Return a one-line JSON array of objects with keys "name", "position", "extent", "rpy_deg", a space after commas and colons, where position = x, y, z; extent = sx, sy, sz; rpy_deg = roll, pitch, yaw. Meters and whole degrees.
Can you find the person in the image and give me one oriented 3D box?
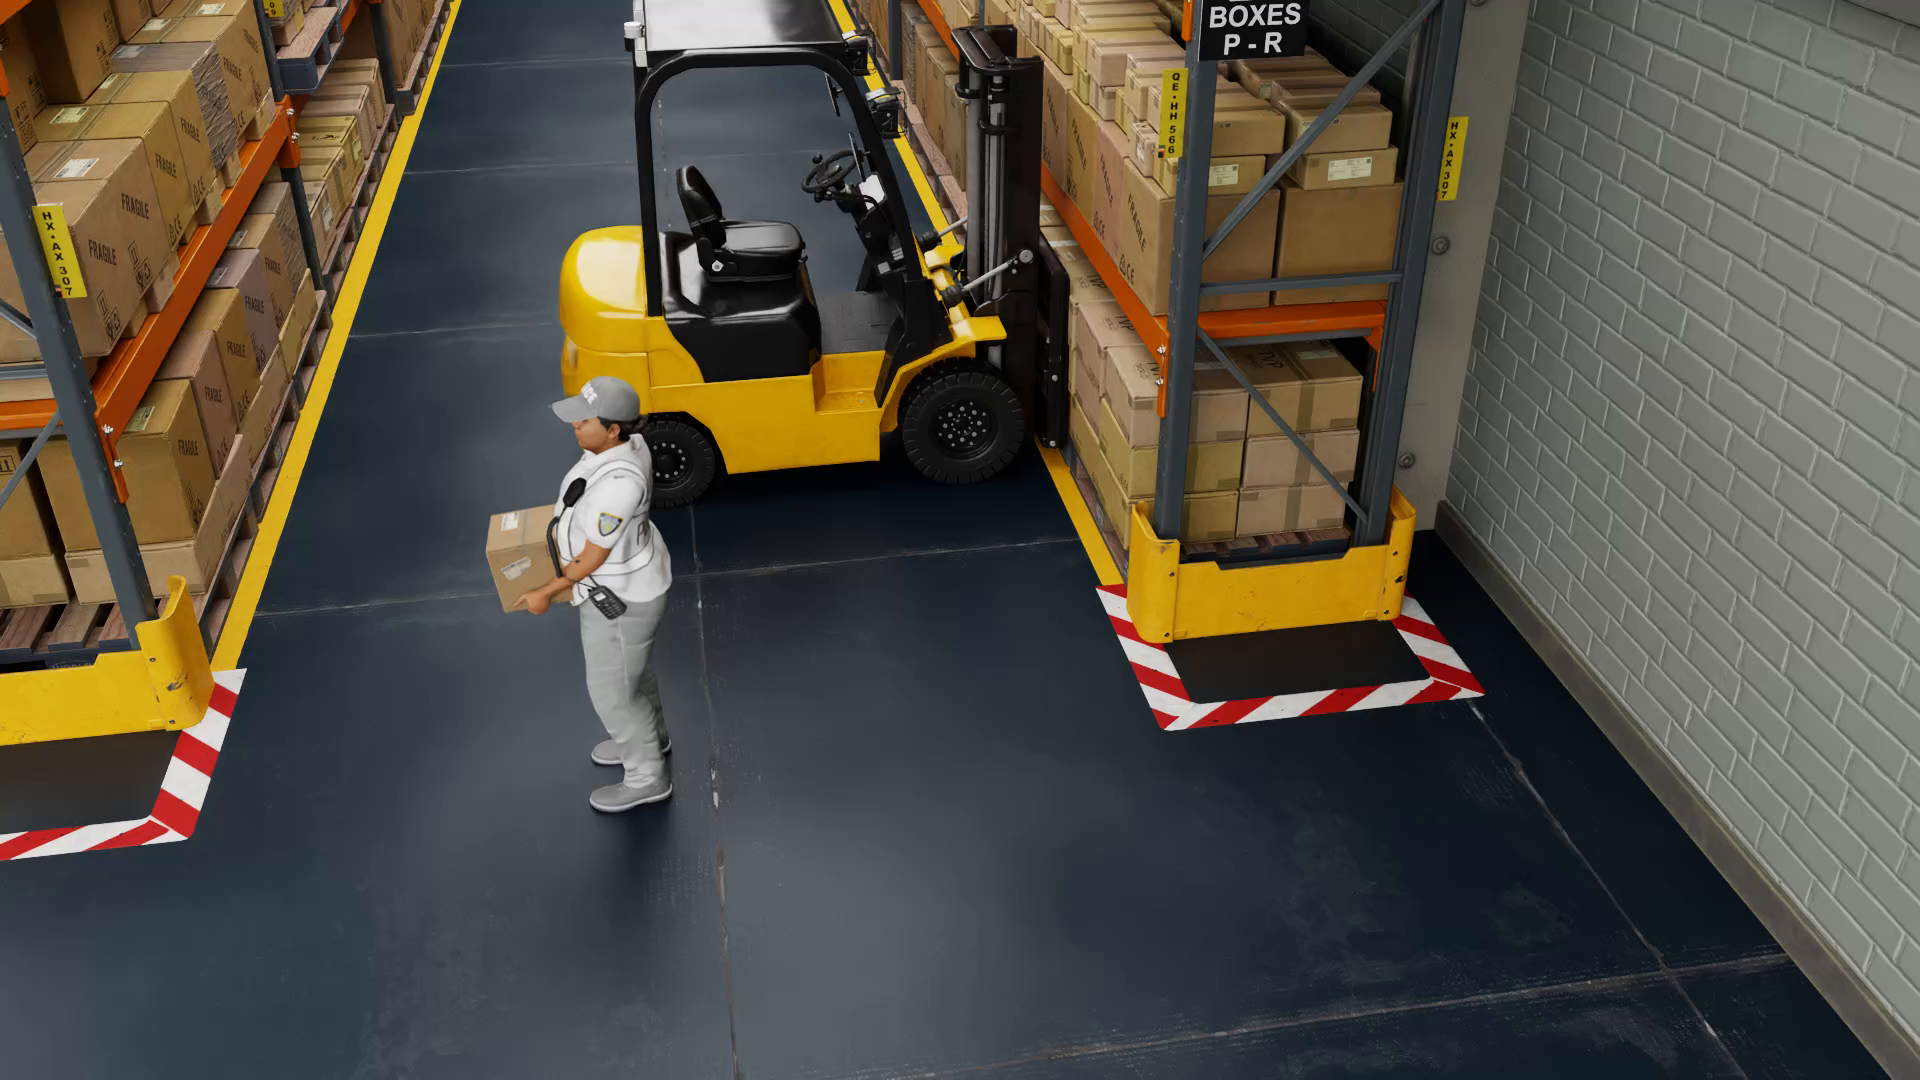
[{"name": "person", "position": [-1.201, 0.247, 5.890], "extent": [0.384, 1.350, 0.425], "rpy_deg": [-5, 31, -8]}]
